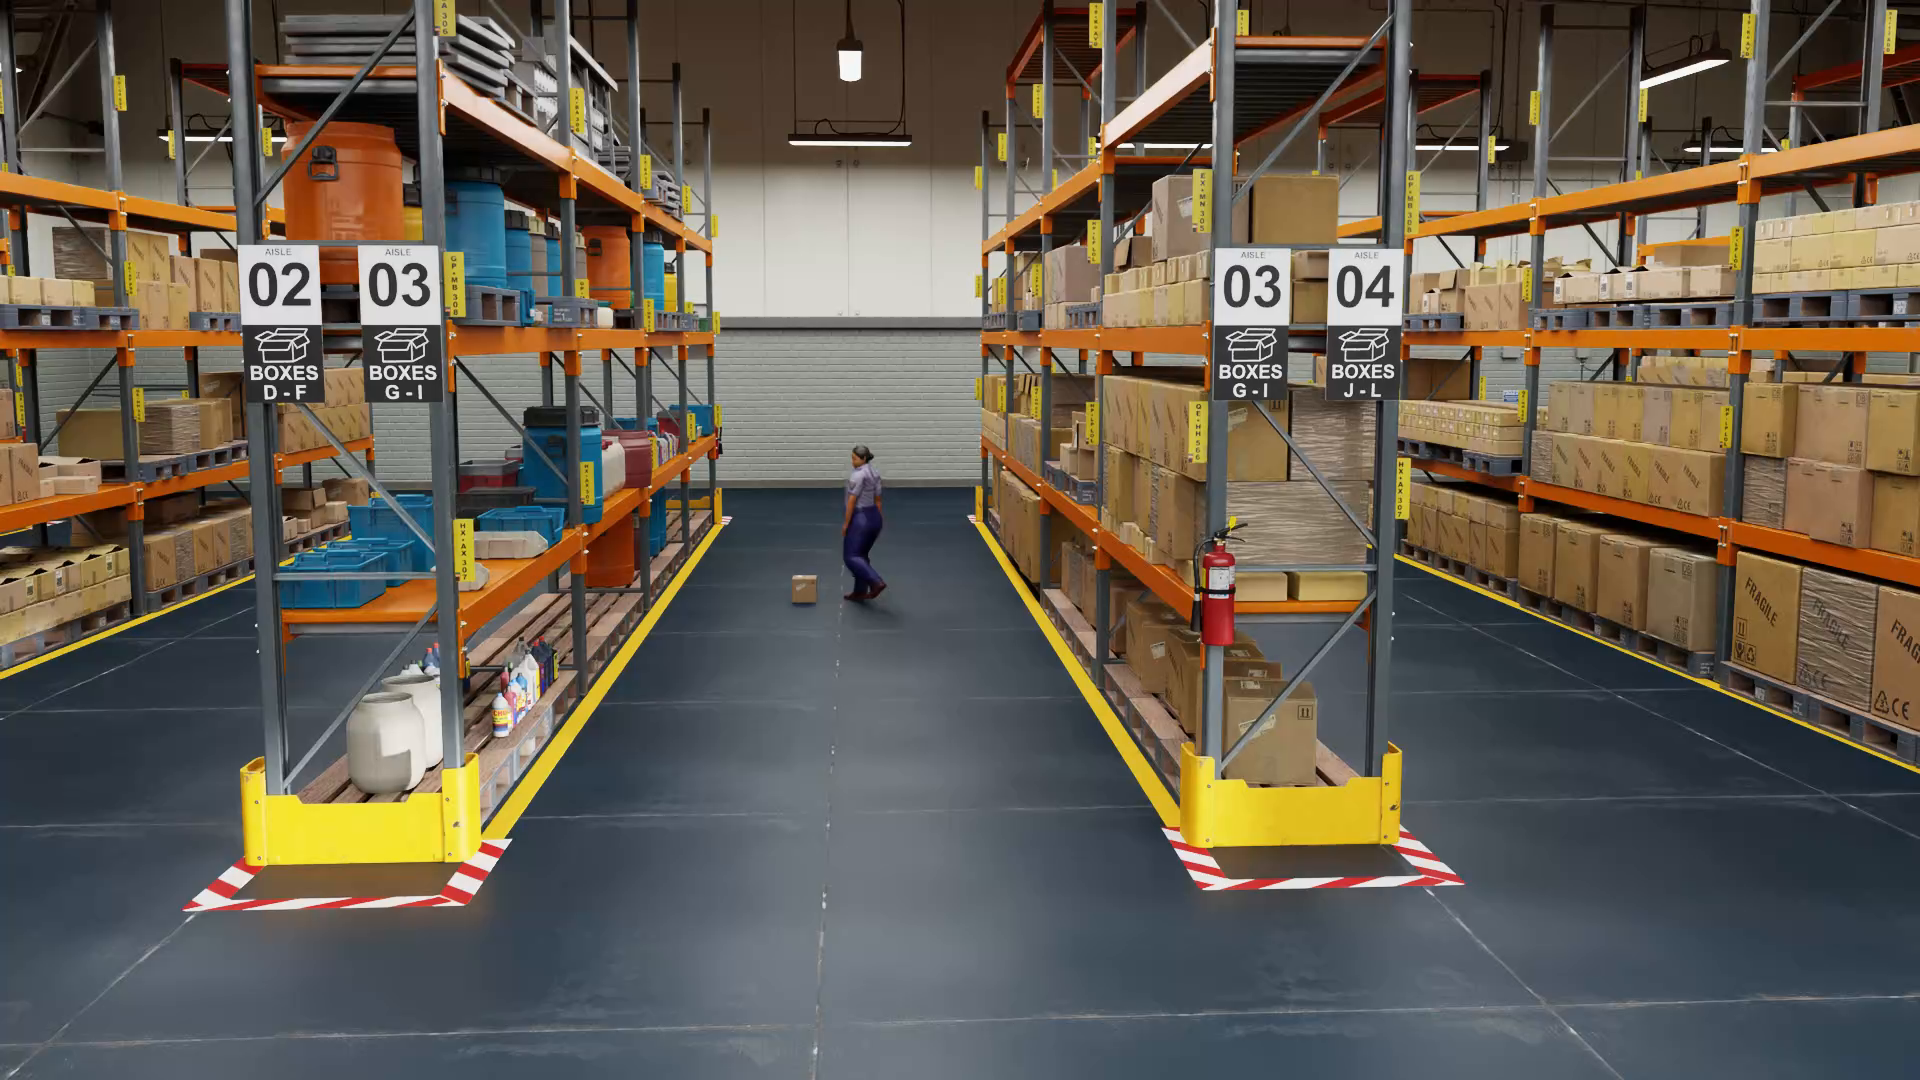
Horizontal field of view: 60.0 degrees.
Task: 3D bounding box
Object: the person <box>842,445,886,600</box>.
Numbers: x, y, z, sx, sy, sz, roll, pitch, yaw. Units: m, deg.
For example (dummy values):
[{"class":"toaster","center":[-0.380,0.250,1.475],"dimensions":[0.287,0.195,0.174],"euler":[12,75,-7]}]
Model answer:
[{"class":"person","center":[-0.984,-0.153,17.123],"dimensions":[0.748,1.647,0.523],"euler":[4,8,32]}]
